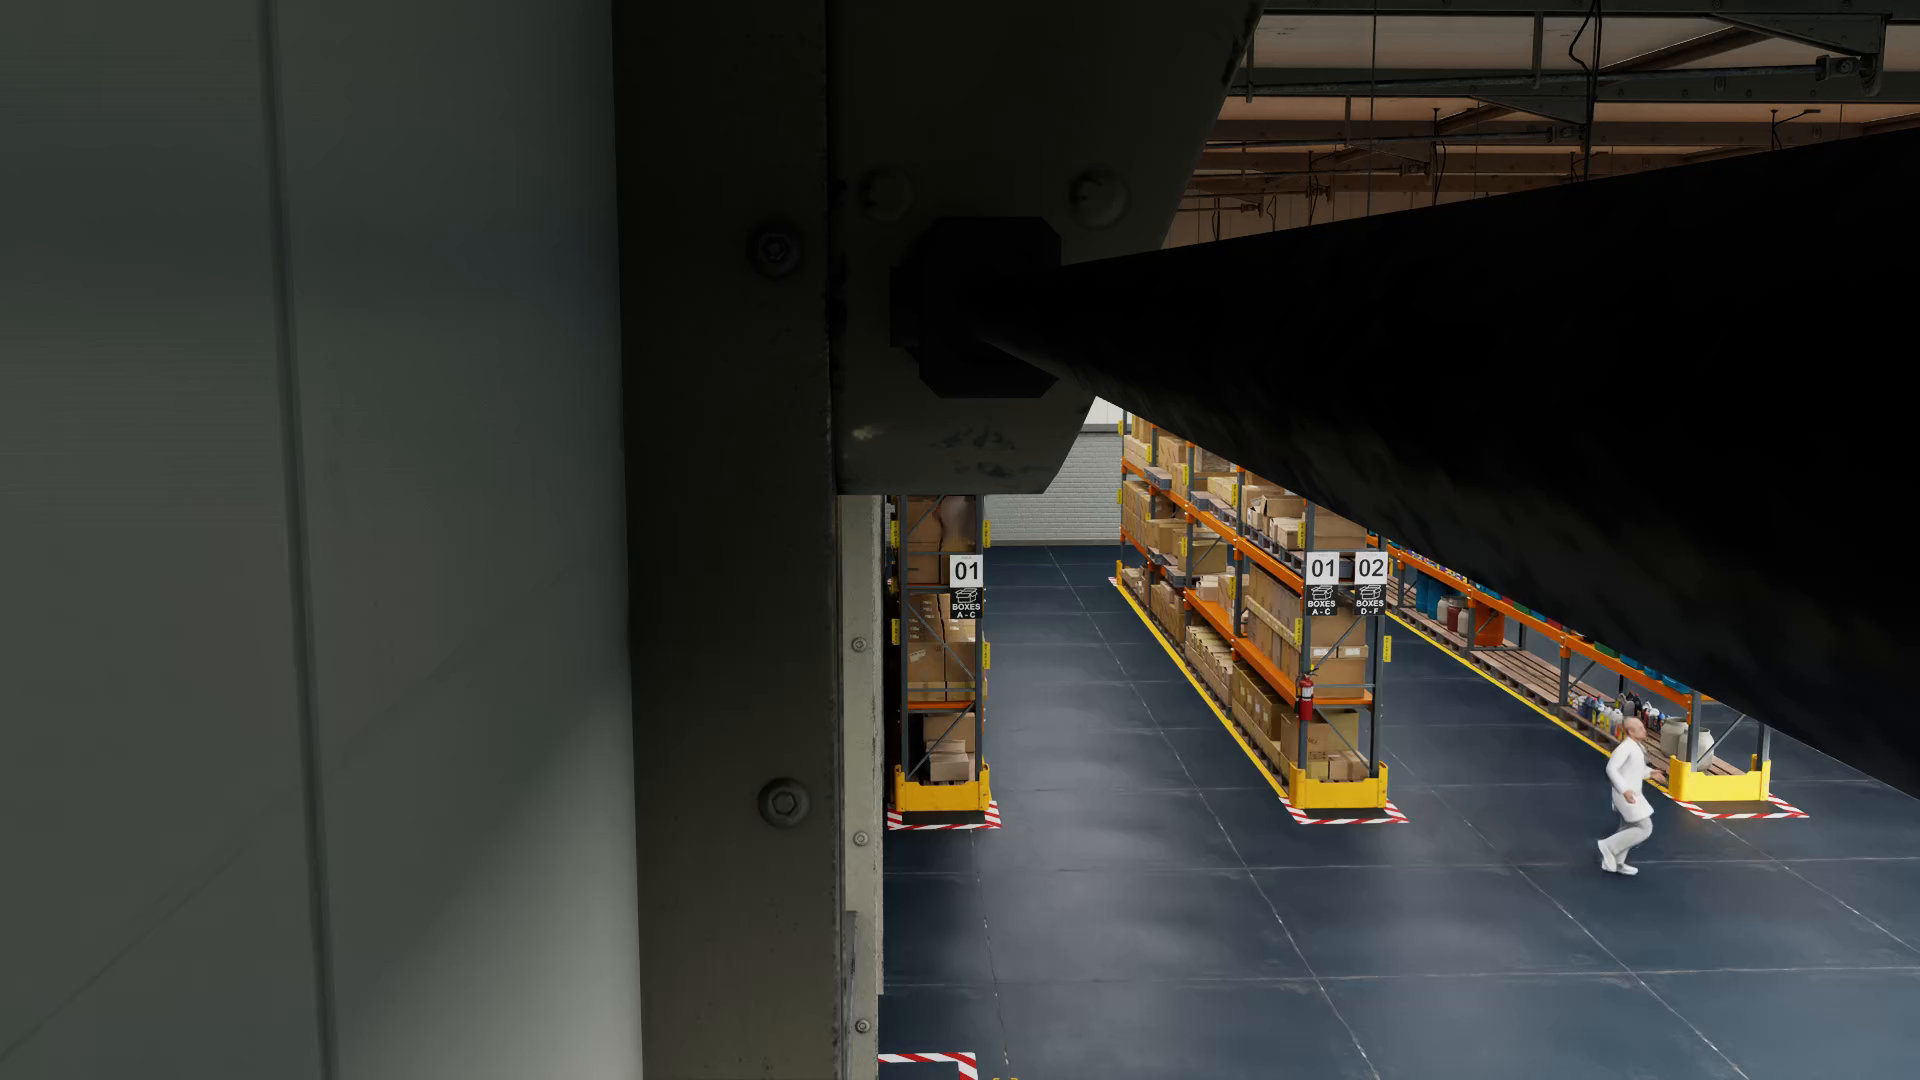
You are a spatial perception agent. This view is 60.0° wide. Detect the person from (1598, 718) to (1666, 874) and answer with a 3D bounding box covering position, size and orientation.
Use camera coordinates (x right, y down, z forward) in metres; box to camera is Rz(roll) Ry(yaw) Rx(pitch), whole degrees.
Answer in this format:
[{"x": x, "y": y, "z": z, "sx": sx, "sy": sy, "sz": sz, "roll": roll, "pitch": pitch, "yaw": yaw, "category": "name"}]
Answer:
[{"x": 7.367, "y": 2.801, "z": 18.205, "sx": 0.650, "sy": 1.747, "sz": 0.692, "roll": 4, "pitch": 9, "yaw": 24, "category": "person"}]
